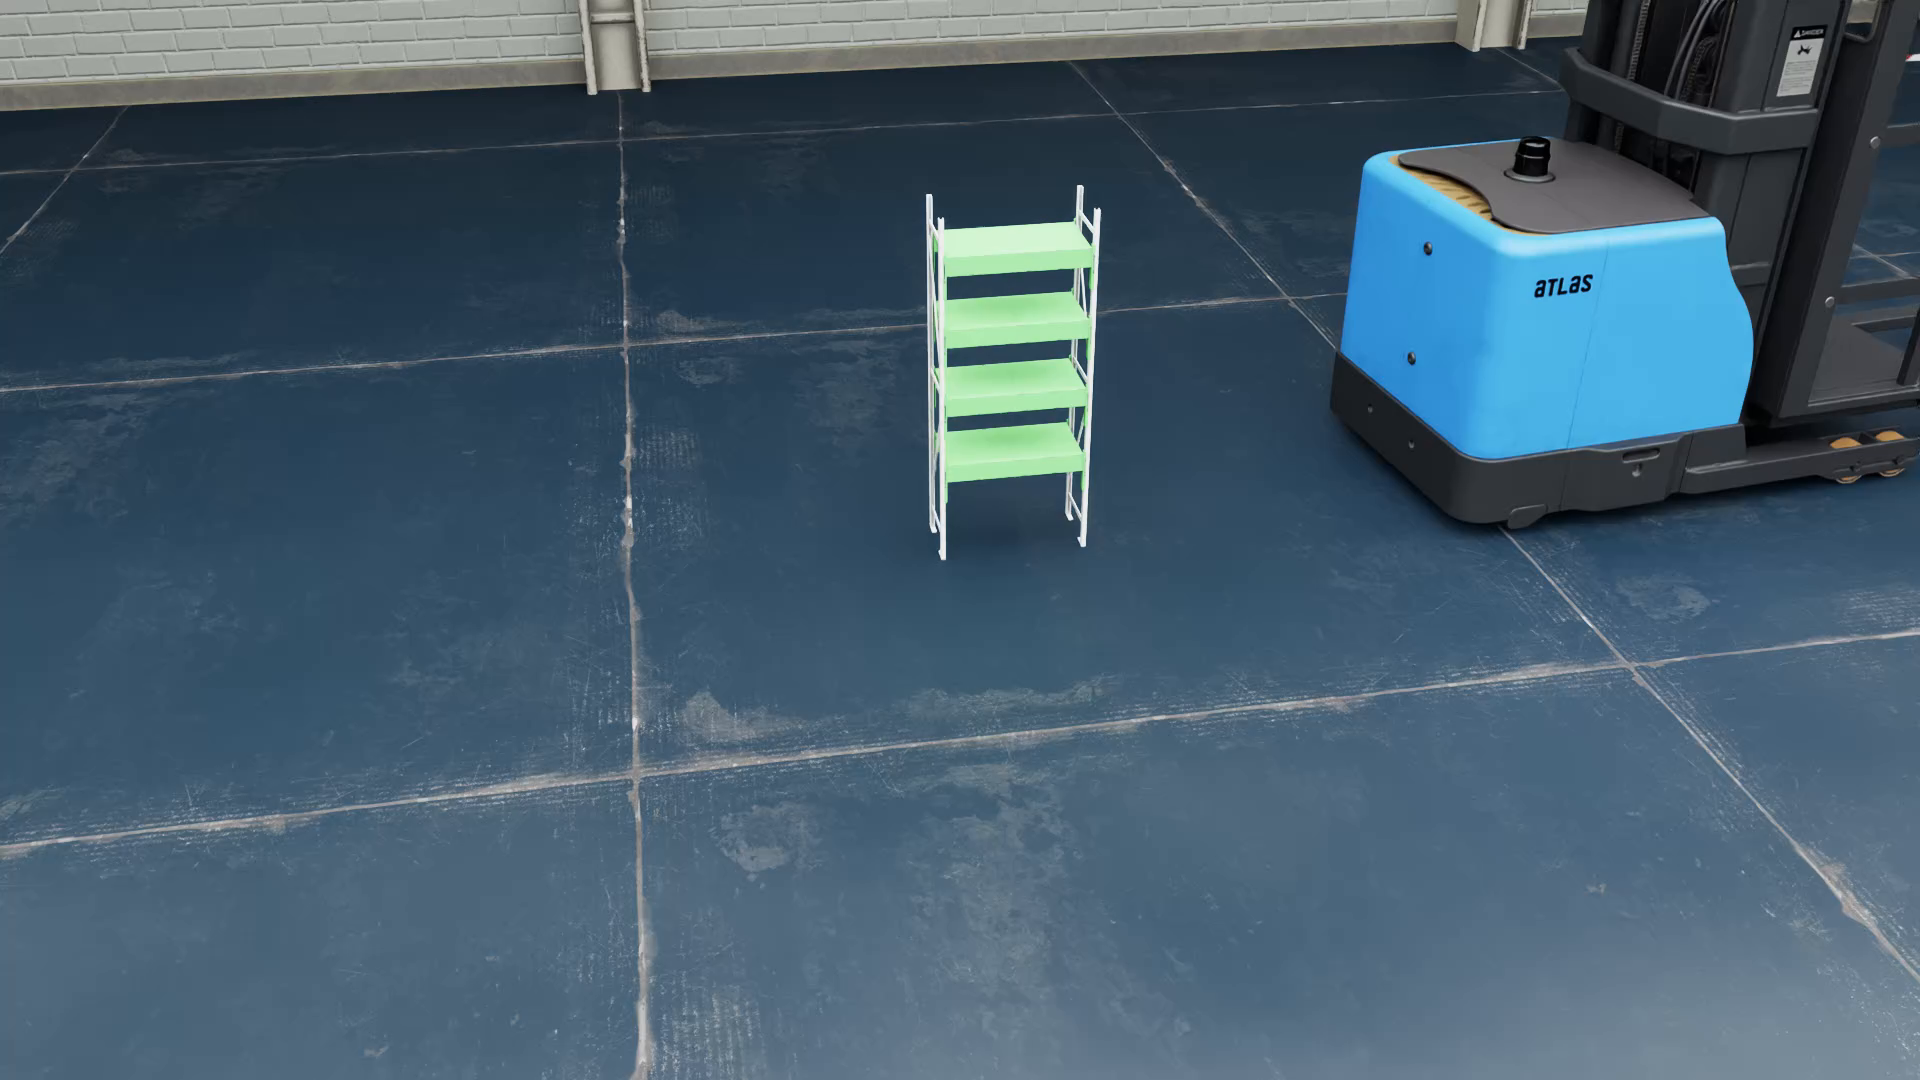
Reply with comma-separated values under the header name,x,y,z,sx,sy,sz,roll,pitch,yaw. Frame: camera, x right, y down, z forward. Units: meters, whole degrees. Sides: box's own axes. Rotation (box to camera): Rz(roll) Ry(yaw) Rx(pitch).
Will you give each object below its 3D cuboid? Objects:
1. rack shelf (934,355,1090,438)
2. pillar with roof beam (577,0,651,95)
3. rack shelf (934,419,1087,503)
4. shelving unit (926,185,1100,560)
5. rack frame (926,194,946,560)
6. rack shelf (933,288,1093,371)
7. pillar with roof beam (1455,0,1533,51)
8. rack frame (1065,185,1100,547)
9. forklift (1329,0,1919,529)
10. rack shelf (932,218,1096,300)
name,x,y,z,sx,sy,sz,roll,pitch,yaw
rack shelf,0.163,-0.477,5.504,0.480,0.148,0.258,-5,31,-9
pillar with roof beam,-1.420,-4.657,4.792,0.400,9.000,9.100,-5,31,-9
rack shelf,0.163,-0.270,5.626,0.480,0.148,0.258,-5,31,-9
shelving unit,0.163,-0.532,5.472,0.503,1.200,0.258,-5,31,-9
rack frame,-0.077,-0.510,5.434,0.015,1.200,0.240,-5,31,-9
rack shelf,0.163,-0.684,5.382,0.480,0.148,0.258,-5,31,-9
pillar with roof beam,4.482,-5.205,5.723,0.400,9.000,9.100,-5,31,-9
rack frame,0.403,-0.555,5.509,0.015,1.200,0.240,-5,31,-9
forklift,3.017,-1.717,5.779,3.031,2.935,1.130,-9,32,-14
rack shelf,0.163,-0.891,5.261,0.480,0.148,0.258,-5,31,-9
